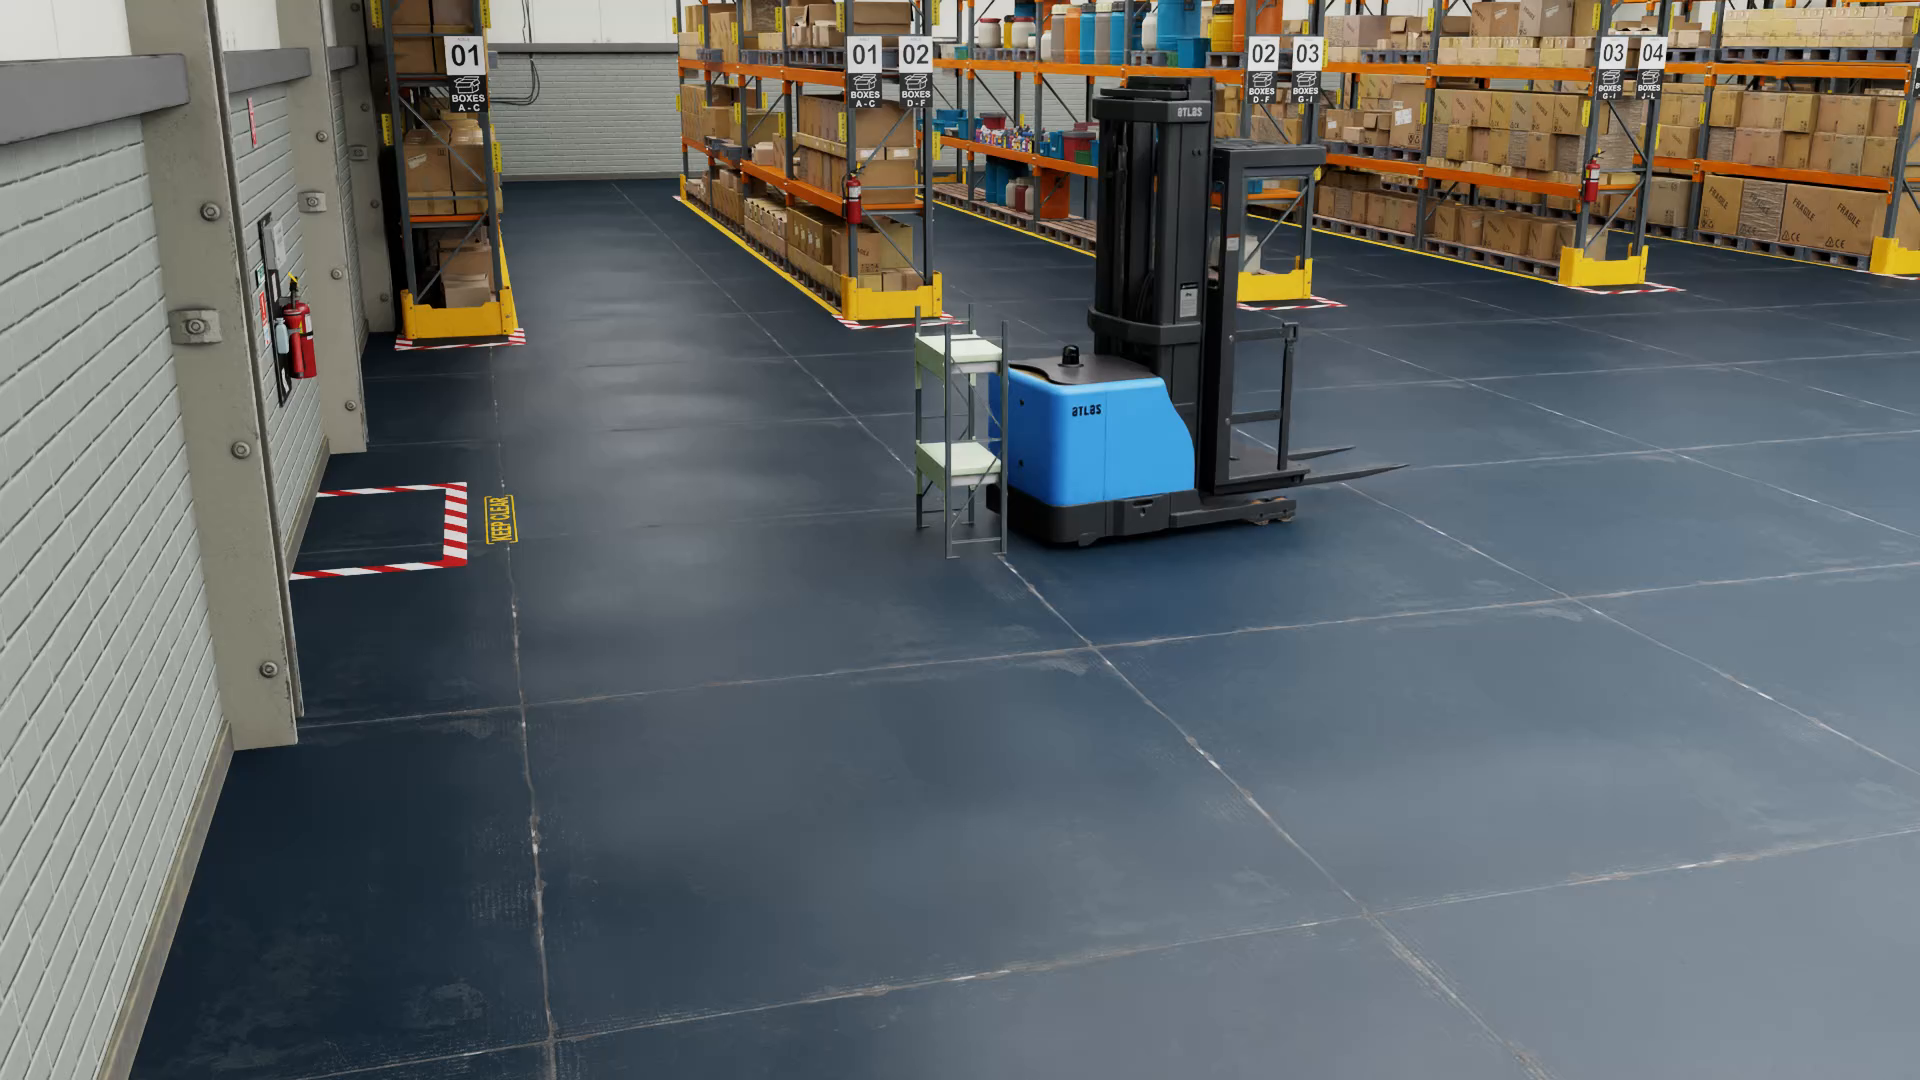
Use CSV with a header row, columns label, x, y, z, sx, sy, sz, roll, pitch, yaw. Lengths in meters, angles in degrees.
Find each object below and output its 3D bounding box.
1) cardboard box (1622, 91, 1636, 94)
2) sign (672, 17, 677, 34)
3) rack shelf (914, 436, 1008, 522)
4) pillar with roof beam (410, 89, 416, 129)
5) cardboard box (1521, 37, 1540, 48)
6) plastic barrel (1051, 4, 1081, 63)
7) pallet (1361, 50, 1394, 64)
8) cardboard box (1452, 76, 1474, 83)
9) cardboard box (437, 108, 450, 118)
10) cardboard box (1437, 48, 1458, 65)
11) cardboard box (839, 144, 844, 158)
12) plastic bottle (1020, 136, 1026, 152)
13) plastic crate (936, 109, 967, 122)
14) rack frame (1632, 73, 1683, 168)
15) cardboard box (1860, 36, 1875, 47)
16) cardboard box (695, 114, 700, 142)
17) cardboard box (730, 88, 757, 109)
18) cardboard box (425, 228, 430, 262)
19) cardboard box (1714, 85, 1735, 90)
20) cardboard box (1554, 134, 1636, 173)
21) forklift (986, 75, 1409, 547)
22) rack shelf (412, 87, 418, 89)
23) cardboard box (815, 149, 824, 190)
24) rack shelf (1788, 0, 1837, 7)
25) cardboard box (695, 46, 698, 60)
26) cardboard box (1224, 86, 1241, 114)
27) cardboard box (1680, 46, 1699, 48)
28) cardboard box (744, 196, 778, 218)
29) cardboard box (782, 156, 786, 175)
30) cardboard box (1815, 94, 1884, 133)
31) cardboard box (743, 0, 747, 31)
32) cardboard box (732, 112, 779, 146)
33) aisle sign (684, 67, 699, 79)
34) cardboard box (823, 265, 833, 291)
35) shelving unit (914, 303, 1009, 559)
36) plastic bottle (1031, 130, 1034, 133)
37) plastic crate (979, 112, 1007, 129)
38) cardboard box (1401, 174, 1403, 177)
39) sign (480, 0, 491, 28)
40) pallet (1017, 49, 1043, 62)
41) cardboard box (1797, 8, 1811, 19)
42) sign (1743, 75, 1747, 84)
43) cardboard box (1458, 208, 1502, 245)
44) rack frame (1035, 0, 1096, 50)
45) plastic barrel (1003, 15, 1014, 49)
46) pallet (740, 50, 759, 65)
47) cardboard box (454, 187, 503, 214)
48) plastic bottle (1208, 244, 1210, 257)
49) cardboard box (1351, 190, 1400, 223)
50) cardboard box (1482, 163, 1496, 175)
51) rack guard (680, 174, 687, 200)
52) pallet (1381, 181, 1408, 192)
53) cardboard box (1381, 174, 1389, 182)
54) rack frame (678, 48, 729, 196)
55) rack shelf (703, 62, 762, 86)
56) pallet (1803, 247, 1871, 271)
label,x,y,z,sx,sy,sz,roll,pitch,yaw
cardboard box,11.704,-7.592,29.099,0.700,0.500,0.500,-5,17,-16
sign,-5.736,-10.350,33.461,0.100,0.325,0.005,-5,17,-15
rack shelf,0.002,-0.404,10.824,0.431,0.370,0.720,-5,17,-15
pillar with roof beam,-7.411,-12.037,35.383,9.100,9.000,0.400,-5,17,-15
cardboard box,7.982,-6.863,22.938,0.380,0.149,0.250,-6,18,-18
plastic barrel,1.765,-8.148,26.778,0.600,0.901,0.600,0,17,0
pallet,7.254,-7.813,26.861,1.213,0.211,1.003,-5,17,-15
cardboard box,10.318,-9.391,34.573,0.500,0.500,0.500,-4,17,-14
cardboard box,-7.654,-6.408,25.006,0.380,0.149,0.250,-7,18,-22
cardboard box,7.487,-7.221,24.823,0.500,0.250,0.500,-5,18,-17
cardboard box,-1.249,-4.704,20.098,0.380,0.149,0.250,-5,17,-16
plastic bottle,1.095,-6.883,28.876,0.097,0.271,0.097,0,17,0
plastic crate,-0.179,-8.896,35.188,0.616,0.435,0.499,-5,17,-15
rack frame,14.939,-8.997,35.690,1.000,3.000,0.127,-5,17,-15
cardboard box,12.948,-7.030,23.459,0.380,0.149,0.250,-4,17,-14
cardboard box,-4.786,-7.882,31.803,0.500,0.500,0.500,-4,17,-14
cardboard box,-3.974,-8.111,30.827,0.500,0.500,0.500,-4,17,-14
cardboard box,-7.087,-4.181,23.236,0.700,0.500,0.500,-5,17,-16
cardboard box,15.366,-8.819,33.185,0.500,0.500,0.500,-5,17,-15
cardboard box,8.584,-5.239,22.488,0.875,0.500,0.500,-5,17,-15
forklift,1.733,-1.632,11.289,3.031,2.935,1.130,-8,18,-25
rack shelf,-7.228,-6.471,23.317,1.077,0.370,4.000,-5,17,-15
cardboard box,-1.503,-4.860,21.743,0.700,0.500,0.500,-4,17,-14
rack shelf,16.588,-9.674,29.463,1.077,0.370,4.000,-5,17,-15
cardboard box,-4.632,-9.049,30.909,0.500,0.250,0.500,-5,17,-15
cardboard box,5.594,-8.566,32.337,0.797,0.503,0.637,-5,17,-17
cardboard box,14.950,-10.145,33.974,0.380,0.166,0.250,-6,18,-19
cardboard box,-3.154,-5.310,26.489,0.500,0.311,0.500,-4,17,-13
cardboard box,-2.335,-5.383,23.892,0.396,0.266,0.258,-5,17,-17
cardboard box,13.178,-6.264,24.452,0.875,0.550,0.550,-5,17,-15
cardboard box,-3.270,-8.551,27.078,0.500,0.500,0.500,-5,17,-15
cardboard box,-3.297,-6.739,27.270,0.700,0.500,0.500,-12,20,-34
aisle sign,-5.516,-9.779,33.773,0.394,0.787,0.004,-5,17,-15
cardboard box,-1.398,-3.259,20.636,0.500,0.250,0.500,-5,17,-15
shelving unit,0.002,-0.716,10.730,0.431,1.500,0.755,-5,17,-15
plastic bottle,1.344,-7.401,30.593,0.152,0.276,0.135,-5,17,-15
plastic crate,0.644,-8.148,32.648,0.402,0.464,0.583,-5,17,-15
cardboard box,9.664,-7.842,35.552,0.380,0.149,0.250,-5,17,-15
sign,-5.058,-5.618,17.706,0.100,0.325,0.005,-5,17,-15
pallet,1.632,-8.281,28.420,1.003,0.211,1.213,-5,17,-15
cardboard box,12.598,-7.764,24.517,0.380,0.149,0.250,-5,17,-16
sign,19.151,-11.241,40.599,0.100,0.325,0.005,-5,17,-15
cardboard box,7.845,-4.733,25.110,0.500,0.500,0.500,1,17,2
rack frame,1.748,-9.589,27.232,1.000,3.000,0.127,-5,17,-15
plastic barrel,1.095,-9.313,30.472,0.600,0.588,0.600,0,17,0
pallet,-2.743,-7.490,25.789,1.213,0.211,1.003,-4,17,-13
cardboard box,-5.408,-3.817,18.672,0.500,0.250,0.500,-5,17,-17
plastic bottle,3.542,-4.106,23.507,0.097,0.201,0.097,0,17,0
cardboard box,7.041,-5.628,28.055,0.700,0.500,0.500,-3,17,-11
cardboard box,7.804,-5.383,24.096,0.380,0.149,0.250,-5,17,-15
rack guard,-5.194,-7.320,34.451,1.175,0.500,0.348,-5,17,-15
pallet,9.650,-7.763,36.430,1.003,0.211,1.213,-5,17,-15
cardboard box,9.382,-7.923,36.339,0.380,0.149,0.250,-5,17,-15
rack frame,-5.214,-8.538,34.161,1.000,3.000,0.127,-5,17,-15
rack shelf,-3.565,-7.970,28.308,1.077,0.370,4.000,-5,17,-15
pallet,13.210,-4.138,24.361,1.003,0.211,1.213,-5,17,-15
